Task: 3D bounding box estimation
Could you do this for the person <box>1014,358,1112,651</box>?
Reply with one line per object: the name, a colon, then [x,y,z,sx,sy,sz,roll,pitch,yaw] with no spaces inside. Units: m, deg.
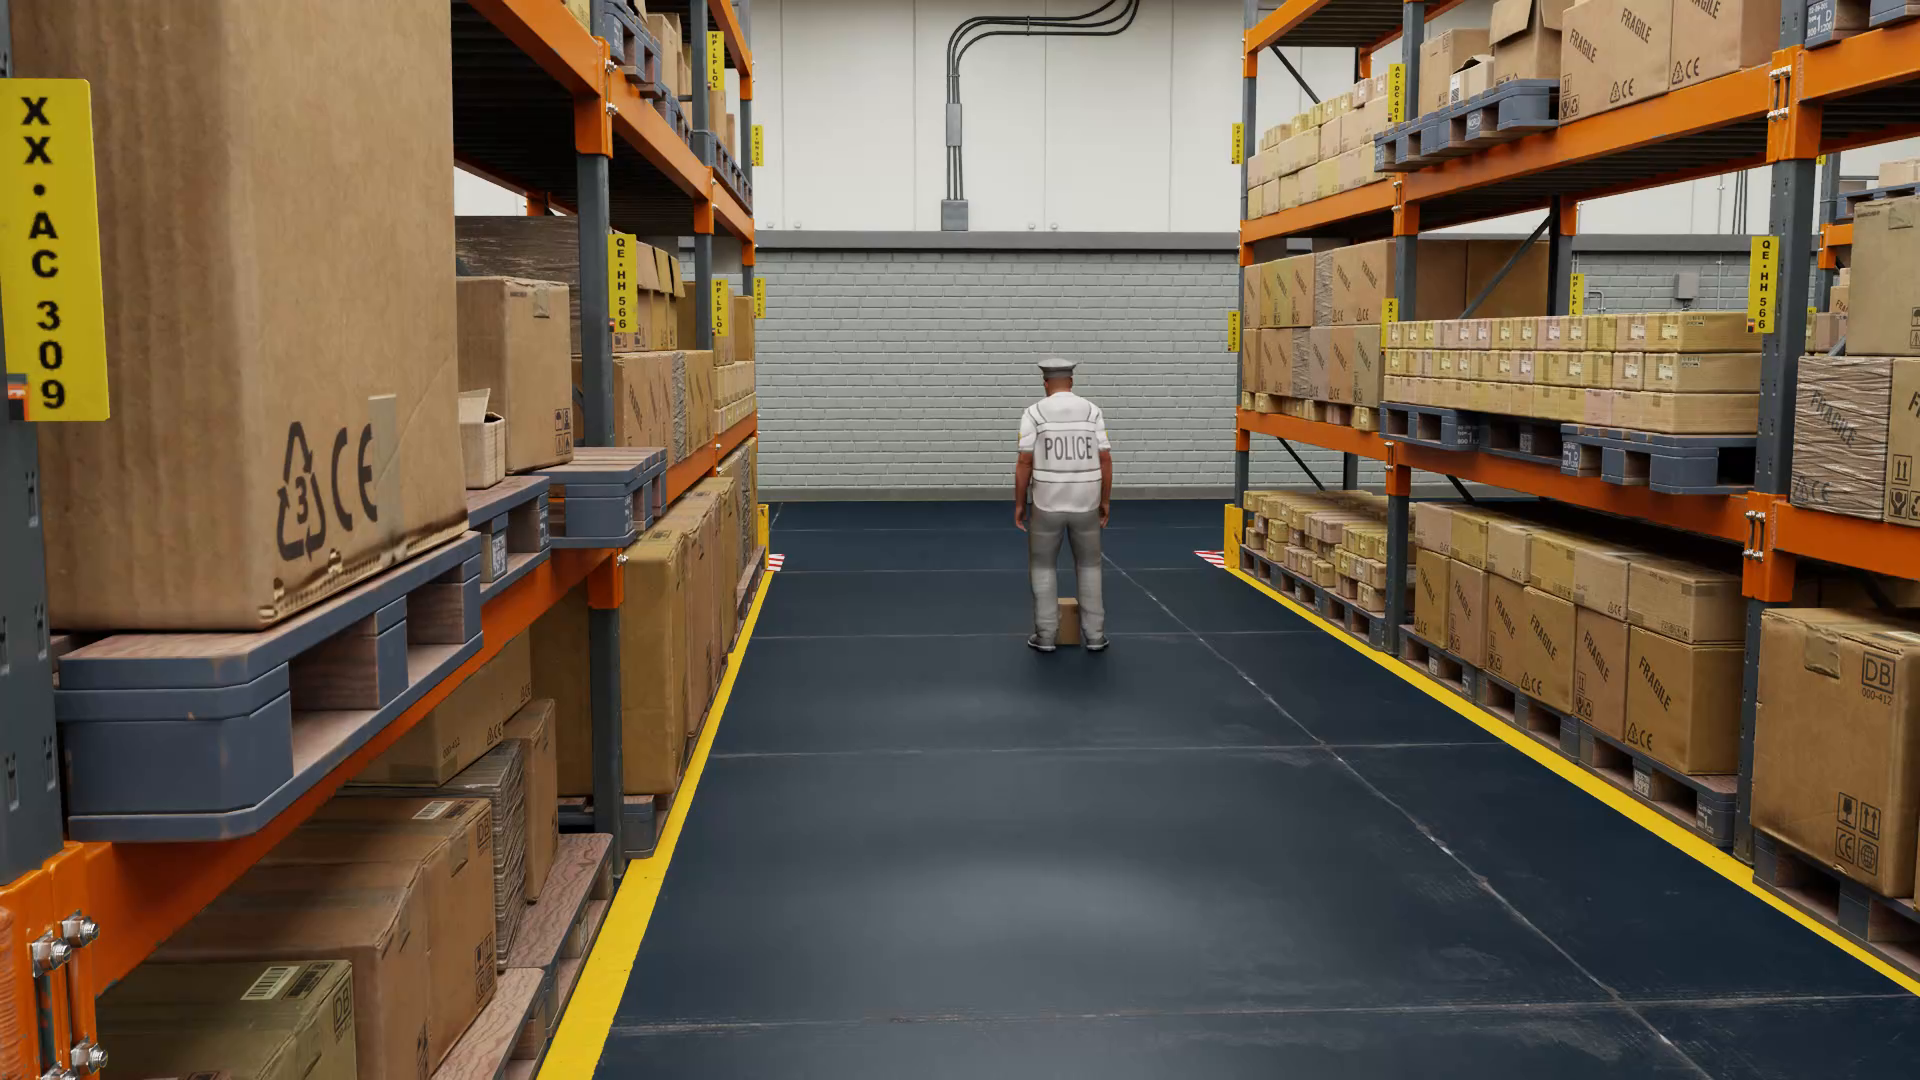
person: [0.625,-0.208,9.954,0.606,1.748,0.435,-1,7,-7]
